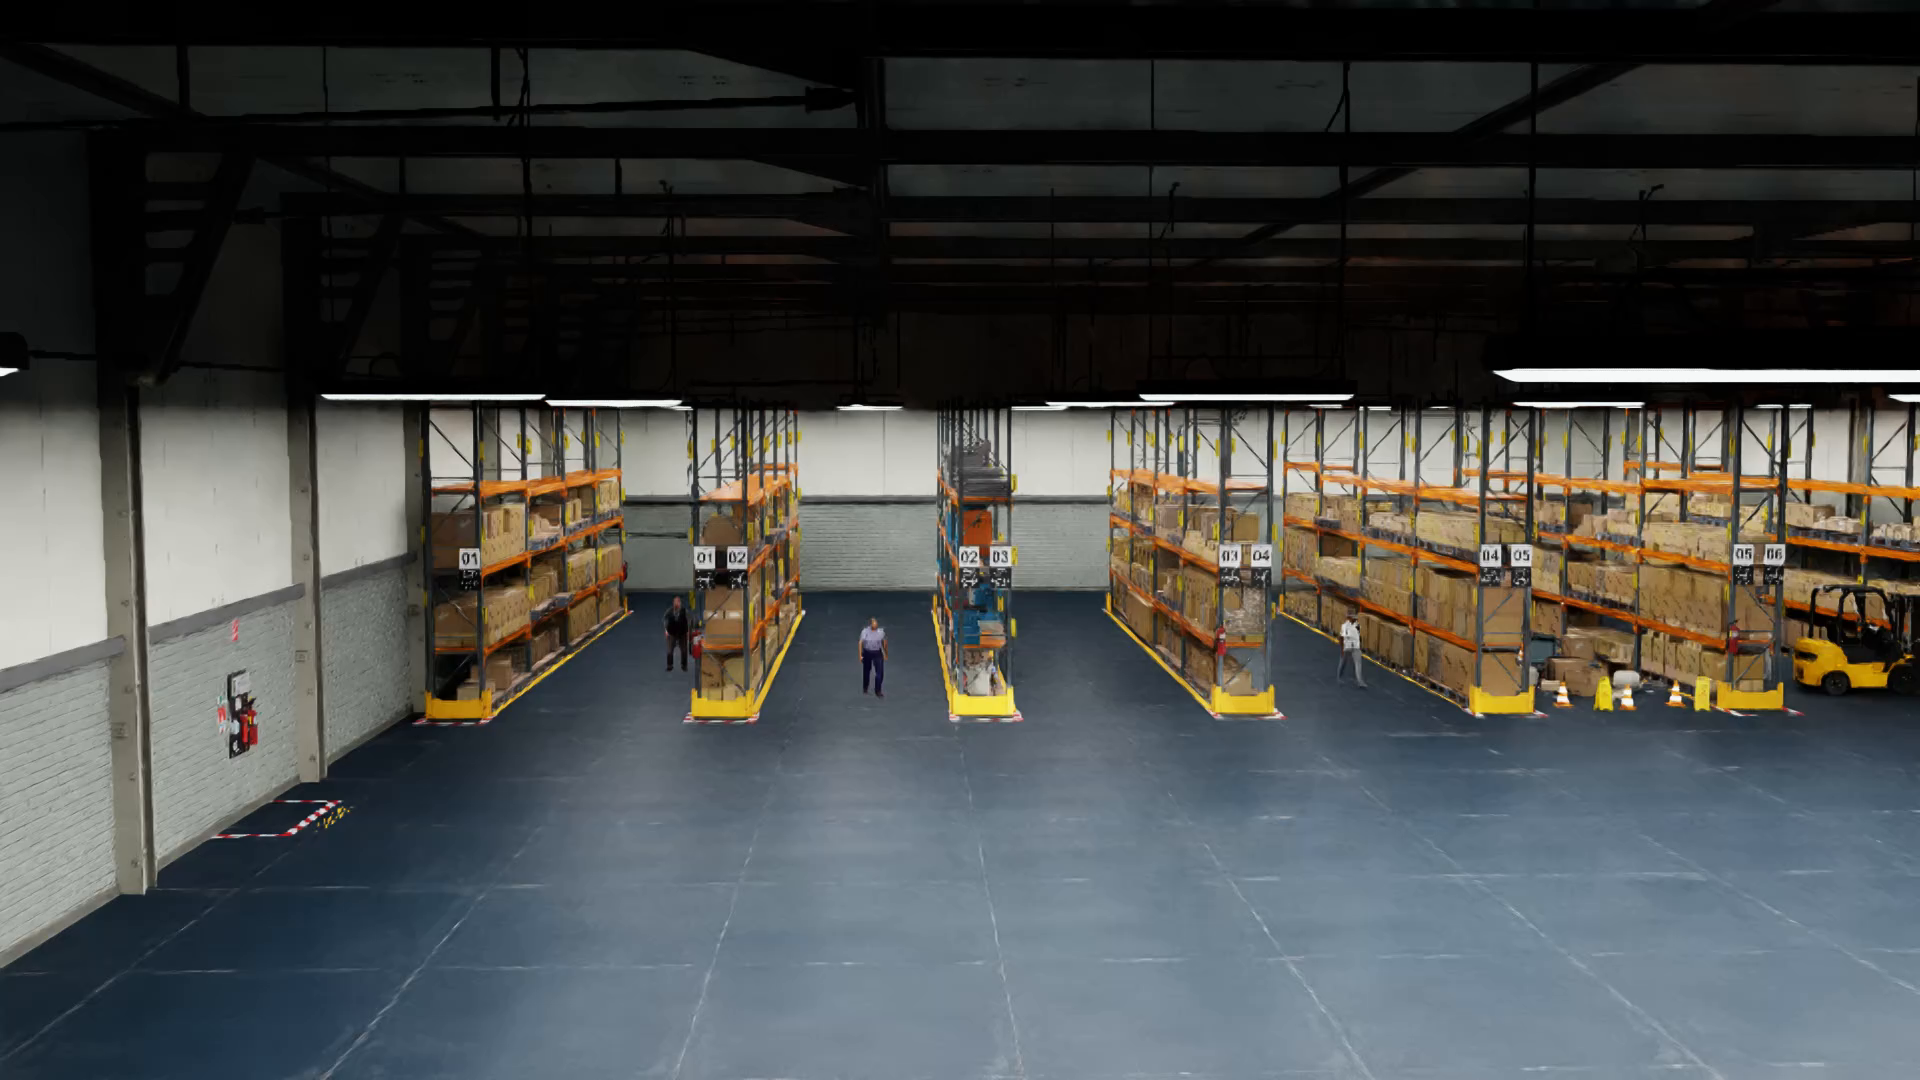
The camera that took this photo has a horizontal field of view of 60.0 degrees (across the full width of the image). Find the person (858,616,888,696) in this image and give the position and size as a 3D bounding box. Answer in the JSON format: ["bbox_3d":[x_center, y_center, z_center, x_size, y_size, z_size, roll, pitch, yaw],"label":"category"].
[{"bbox_3d":[-1.774,2.322,33.681,0.608,1.612,0.664,-1,4,-11],"label":"person"}]

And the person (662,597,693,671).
[{"bbox_3d":[-6.217,2.069,36.613,0.677,1.671,0.534,0,4,-4],"label":"person"}]

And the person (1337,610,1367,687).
[{"bbox_3d":[8.146,2.237,34.683,0.455,1.577,1.089,0,4,-5],"label":"person"}]

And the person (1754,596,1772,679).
[{"bbox_3d":[17.154,2.078,35.703,0.586,1.748,0.654,2,5,29],"label":"person"}]
